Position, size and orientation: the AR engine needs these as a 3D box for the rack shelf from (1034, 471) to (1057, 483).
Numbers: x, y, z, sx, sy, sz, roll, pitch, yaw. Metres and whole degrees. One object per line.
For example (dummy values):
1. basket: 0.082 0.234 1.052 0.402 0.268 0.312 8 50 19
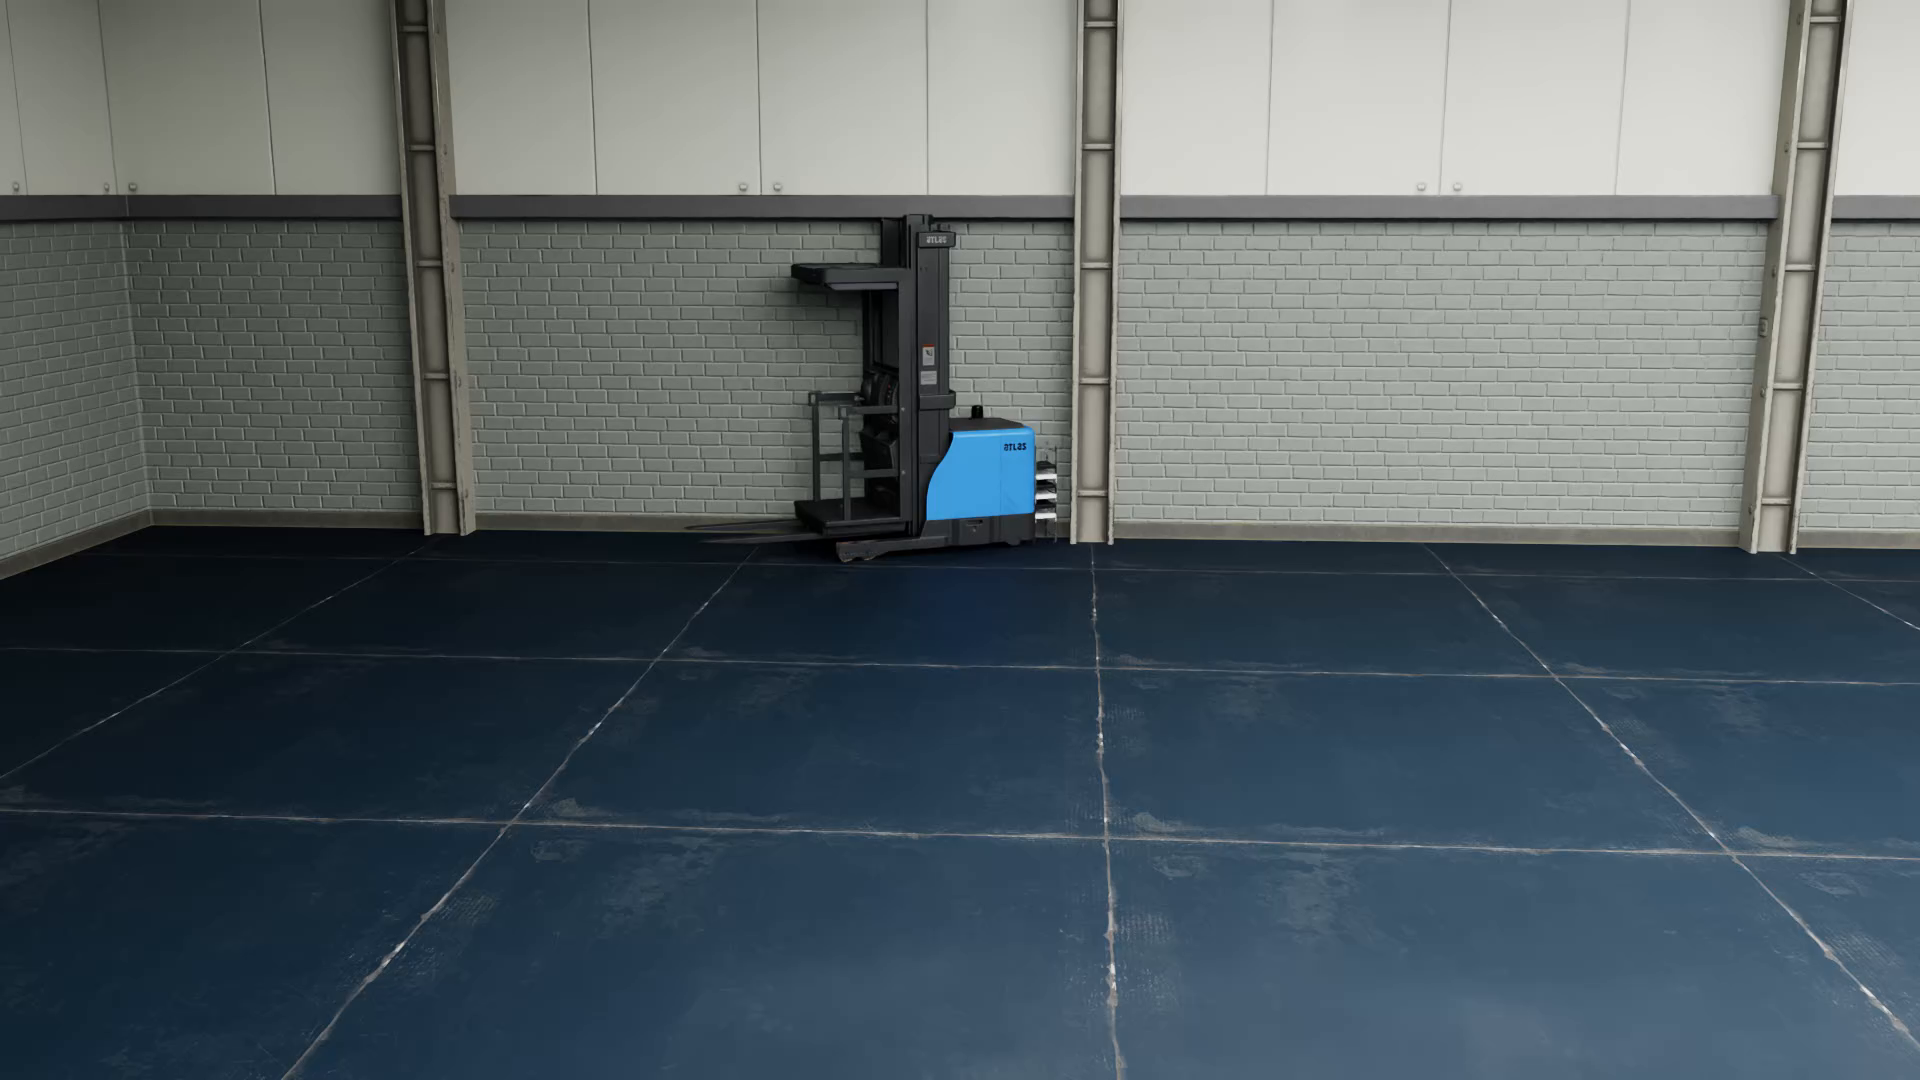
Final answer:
1. rack shelf: 0.735 -0.573 15.076 0.200 0.077 0.258 -4 13 -20

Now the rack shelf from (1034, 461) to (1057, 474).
1. rack shelf: 0.735 -0.661 15.058 0.200 0.077 0.258 -4 13 -20

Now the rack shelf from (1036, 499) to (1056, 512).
1. rack shelf: 0.735 -0.309 15.131 0.200 0.077 0.258 -4 13 -20

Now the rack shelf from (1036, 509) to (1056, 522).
1. rack shelf: 0.735 -0.221 15.150 0.200 0.077 0.258 -4 13 -20

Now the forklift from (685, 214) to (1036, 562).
1. forklift: -0.893 -1.368 14.633 3.031 2.935 1.130 -4 13 -20

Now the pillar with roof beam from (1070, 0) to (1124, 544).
1. pillar with roof beam: 0.916 -3.520 10.097 0.400 9.000 9.100 1 12 4

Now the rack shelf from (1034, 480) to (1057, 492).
1. rack shelf: 0.735 -0.485 15.094 0.200 0.077 0.258 -4 13 -20

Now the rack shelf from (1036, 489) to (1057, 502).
1. rack shelf: 0.735 -0.397 15.113 0.200 0.077 0.258 -4 13 -20

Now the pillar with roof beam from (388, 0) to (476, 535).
1. pillar with roof beam: -5.070 -3.602 10.490 0.400 9.000 9.100 1 12 4

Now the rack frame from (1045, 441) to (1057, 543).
1. rack frame: 0.831 -0.437 15.140 0.006 0.900 0.240 -4 13 -20

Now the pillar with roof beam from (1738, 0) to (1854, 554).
1. pillar with roof beam: 6.903 -3.437 9.705 0.400 9.000 9.100 1 12 4

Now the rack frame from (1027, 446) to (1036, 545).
1. rack frame: 0.640 -0.423 15.072 0.006 0.900 0.240 -4 13 -20

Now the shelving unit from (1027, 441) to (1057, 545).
1. shelving unit: 0.735 -0.430 15.106 0.210 0.900 0.258 -4 13 -20
